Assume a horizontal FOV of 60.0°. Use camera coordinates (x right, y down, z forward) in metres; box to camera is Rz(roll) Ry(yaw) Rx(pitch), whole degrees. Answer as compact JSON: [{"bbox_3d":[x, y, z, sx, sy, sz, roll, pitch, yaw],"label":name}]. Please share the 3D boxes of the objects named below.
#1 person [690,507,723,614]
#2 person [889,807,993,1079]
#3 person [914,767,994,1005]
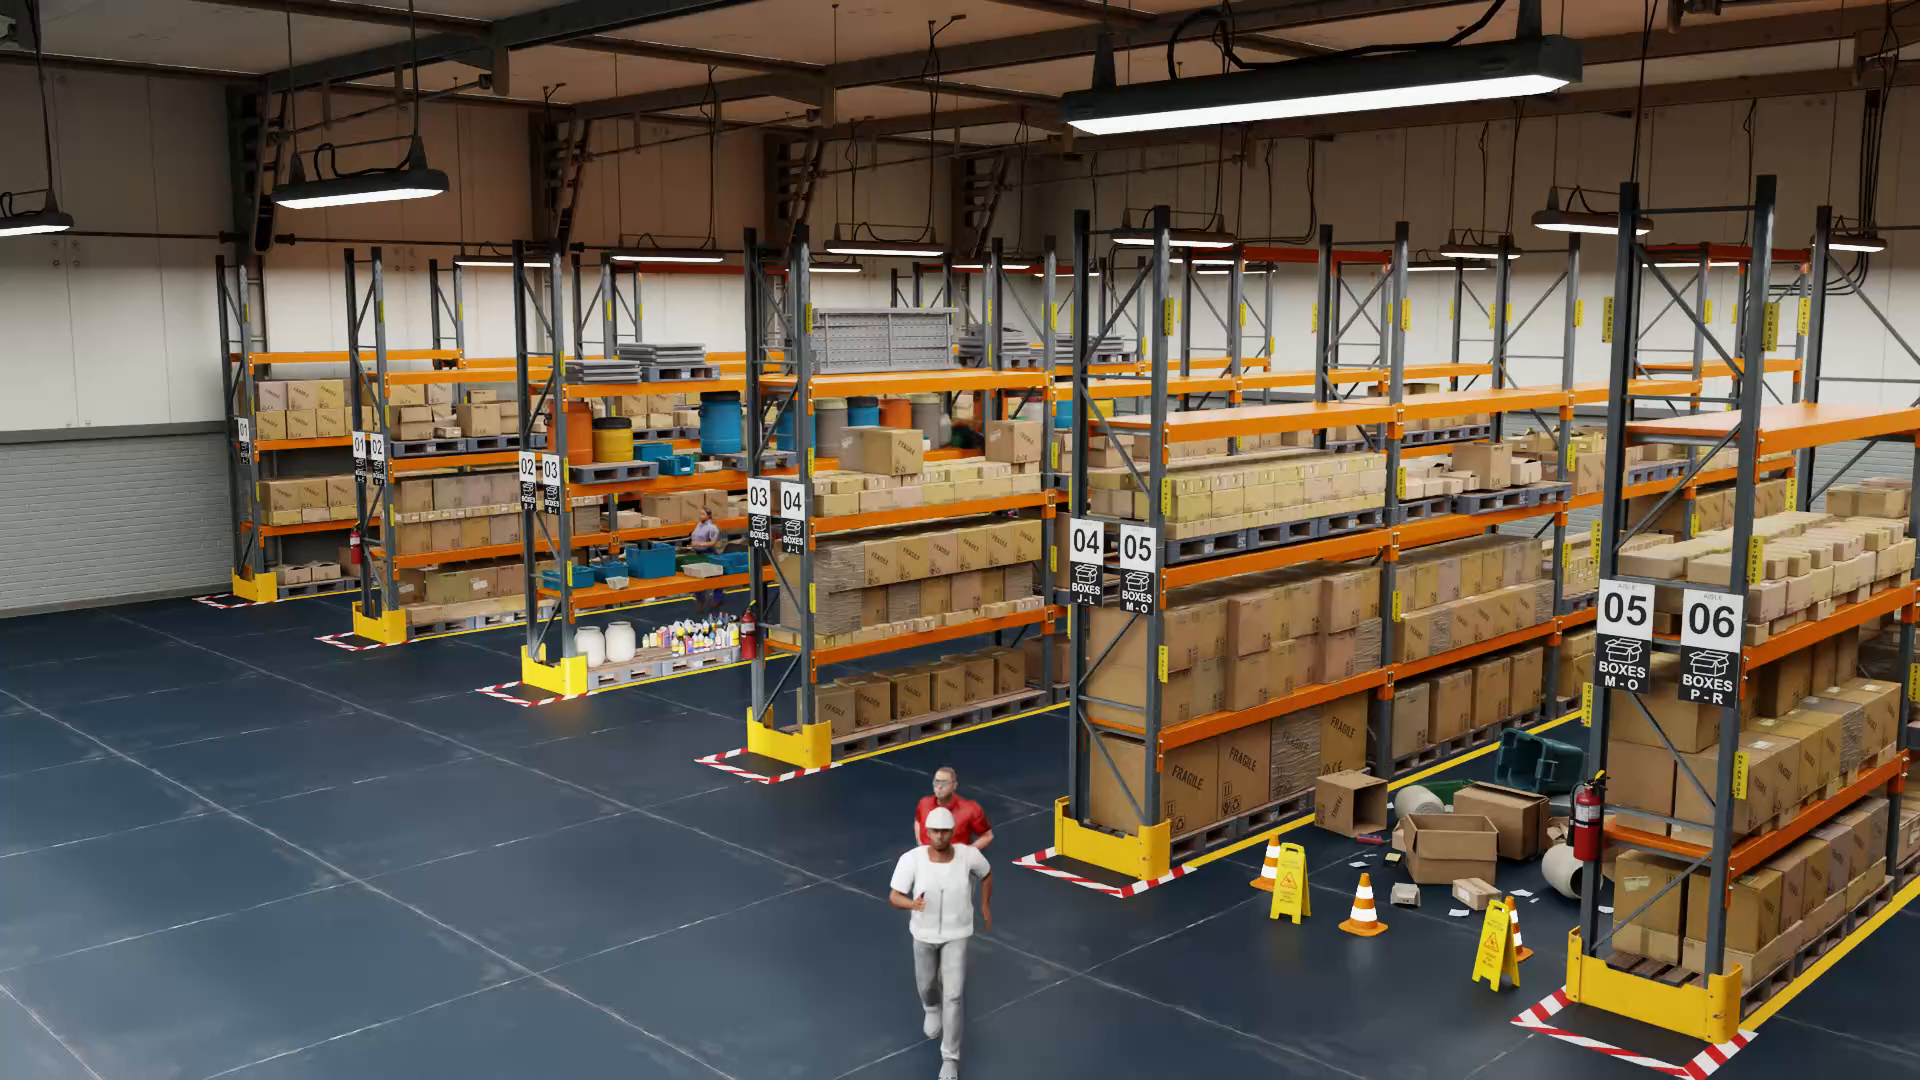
[{"bbox_3d":[-4.094,0.337,26.568,0.577,1.719,0.660,5,10,34],"label":"person"},{"bbox_3d":[-0.131,2.678,11.293,0.694,1.759,0.977,0,8,3],"label":"person"},{"bbox_3d":[-0.066,2.556,12.552,0.647,1.746,0.911,2,8,11],"label":"person"}]
